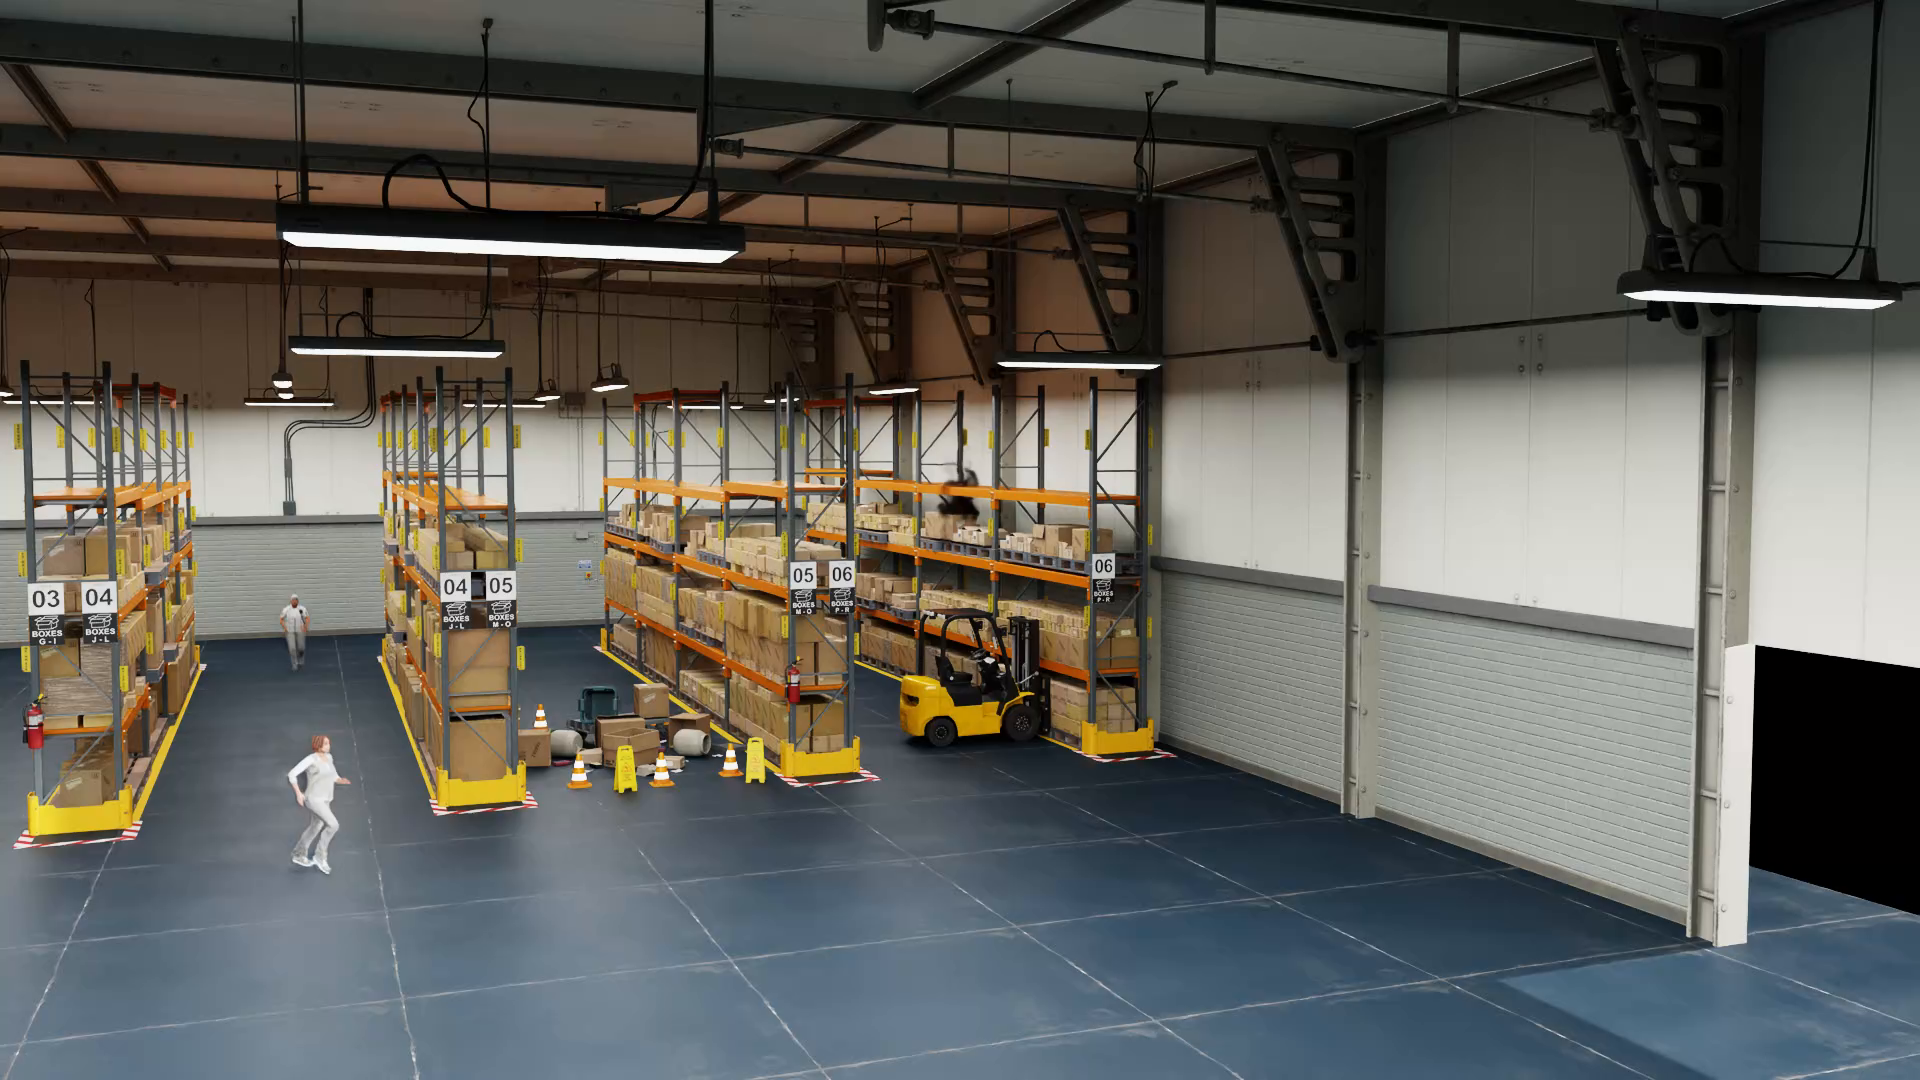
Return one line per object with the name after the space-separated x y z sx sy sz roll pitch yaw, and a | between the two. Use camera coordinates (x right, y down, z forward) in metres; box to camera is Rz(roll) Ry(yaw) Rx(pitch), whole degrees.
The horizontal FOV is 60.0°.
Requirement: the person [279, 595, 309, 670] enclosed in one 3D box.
-14.552 2.010 36.356 0.623 1.639 0.531 -1 4 -23 | person

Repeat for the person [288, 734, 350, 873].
-7.413 3.044 19.245 0.762 1.615 0.498 1 3 9 | person
